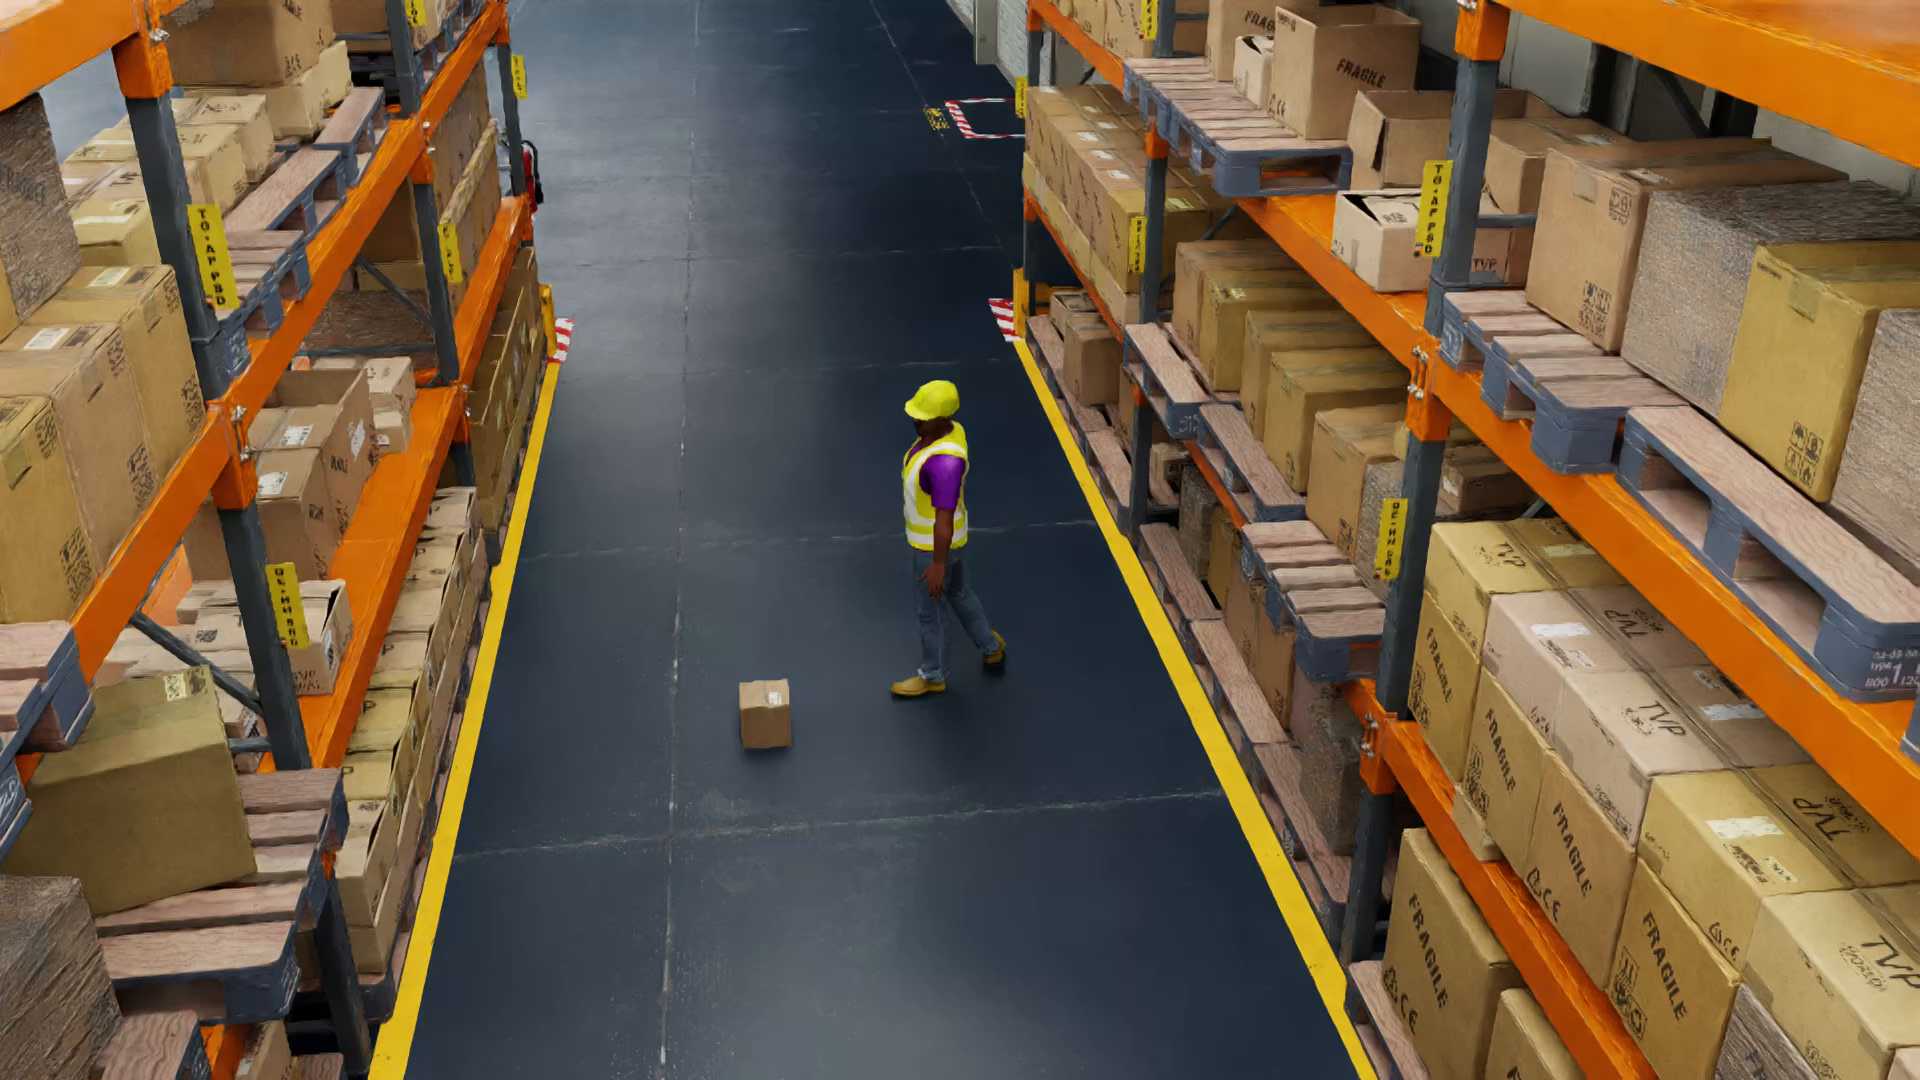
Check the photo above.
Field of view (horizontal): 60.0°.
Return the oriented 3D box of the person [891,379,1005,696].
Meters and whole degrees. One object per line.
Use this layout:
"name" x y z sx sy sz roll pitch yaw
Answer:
"person" -0.061 -0.019 8.644 0.599 1.762 0.745 1 27 3
